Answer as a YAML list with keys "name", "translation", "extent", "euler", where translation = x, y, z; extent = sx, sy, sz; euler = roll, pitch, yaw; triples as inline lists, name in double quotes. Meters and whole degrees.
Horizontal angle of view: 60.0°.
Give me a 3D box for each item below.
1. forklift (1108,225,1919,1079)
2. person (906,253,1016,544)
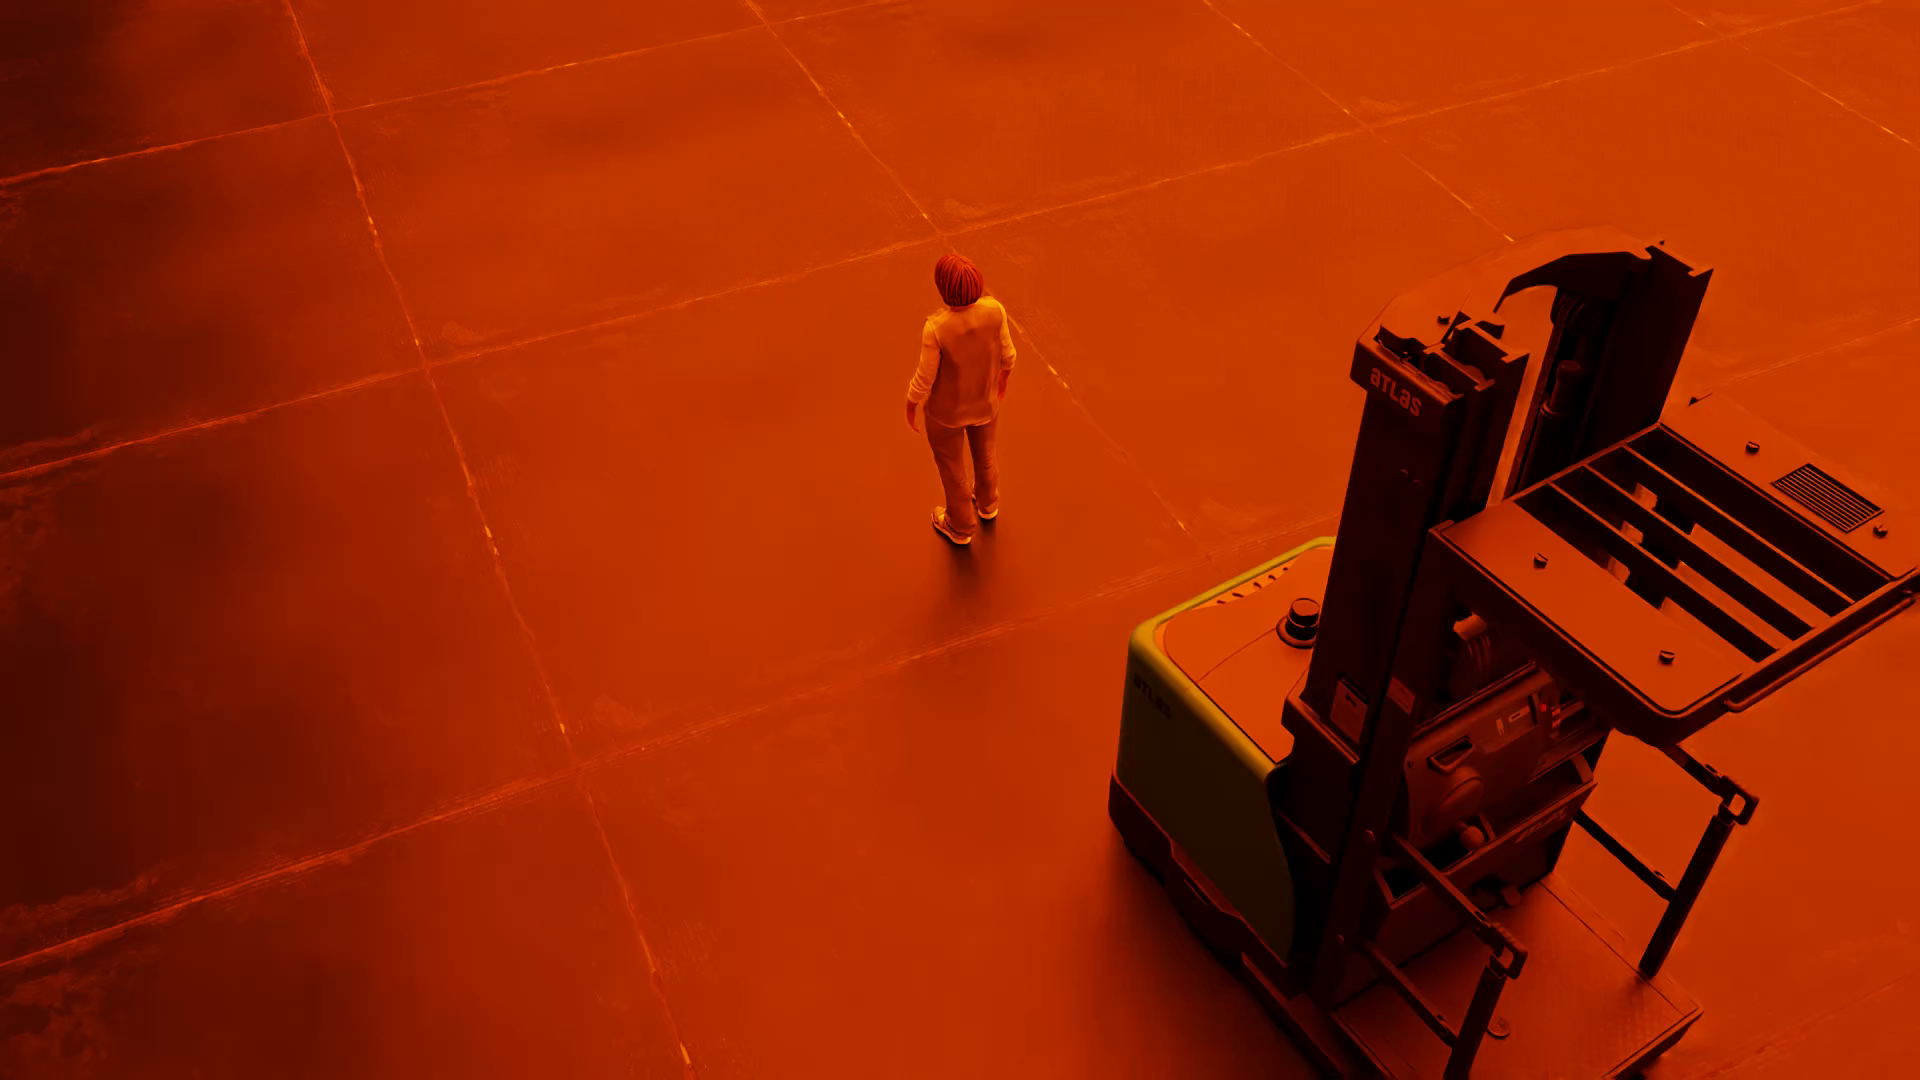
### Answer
- name: "forklift"
  translation: [1.807, 0.699, 4.931]
  extent: [1.130, 2.935, 3.031]
  euler: [-24, 48, -23]
- name: "person"
  translation: [-0.018, -0.630, 7.341]
  extent: [0.520, 1.572, 0.473]
  euler: [-18, 46, -18]
